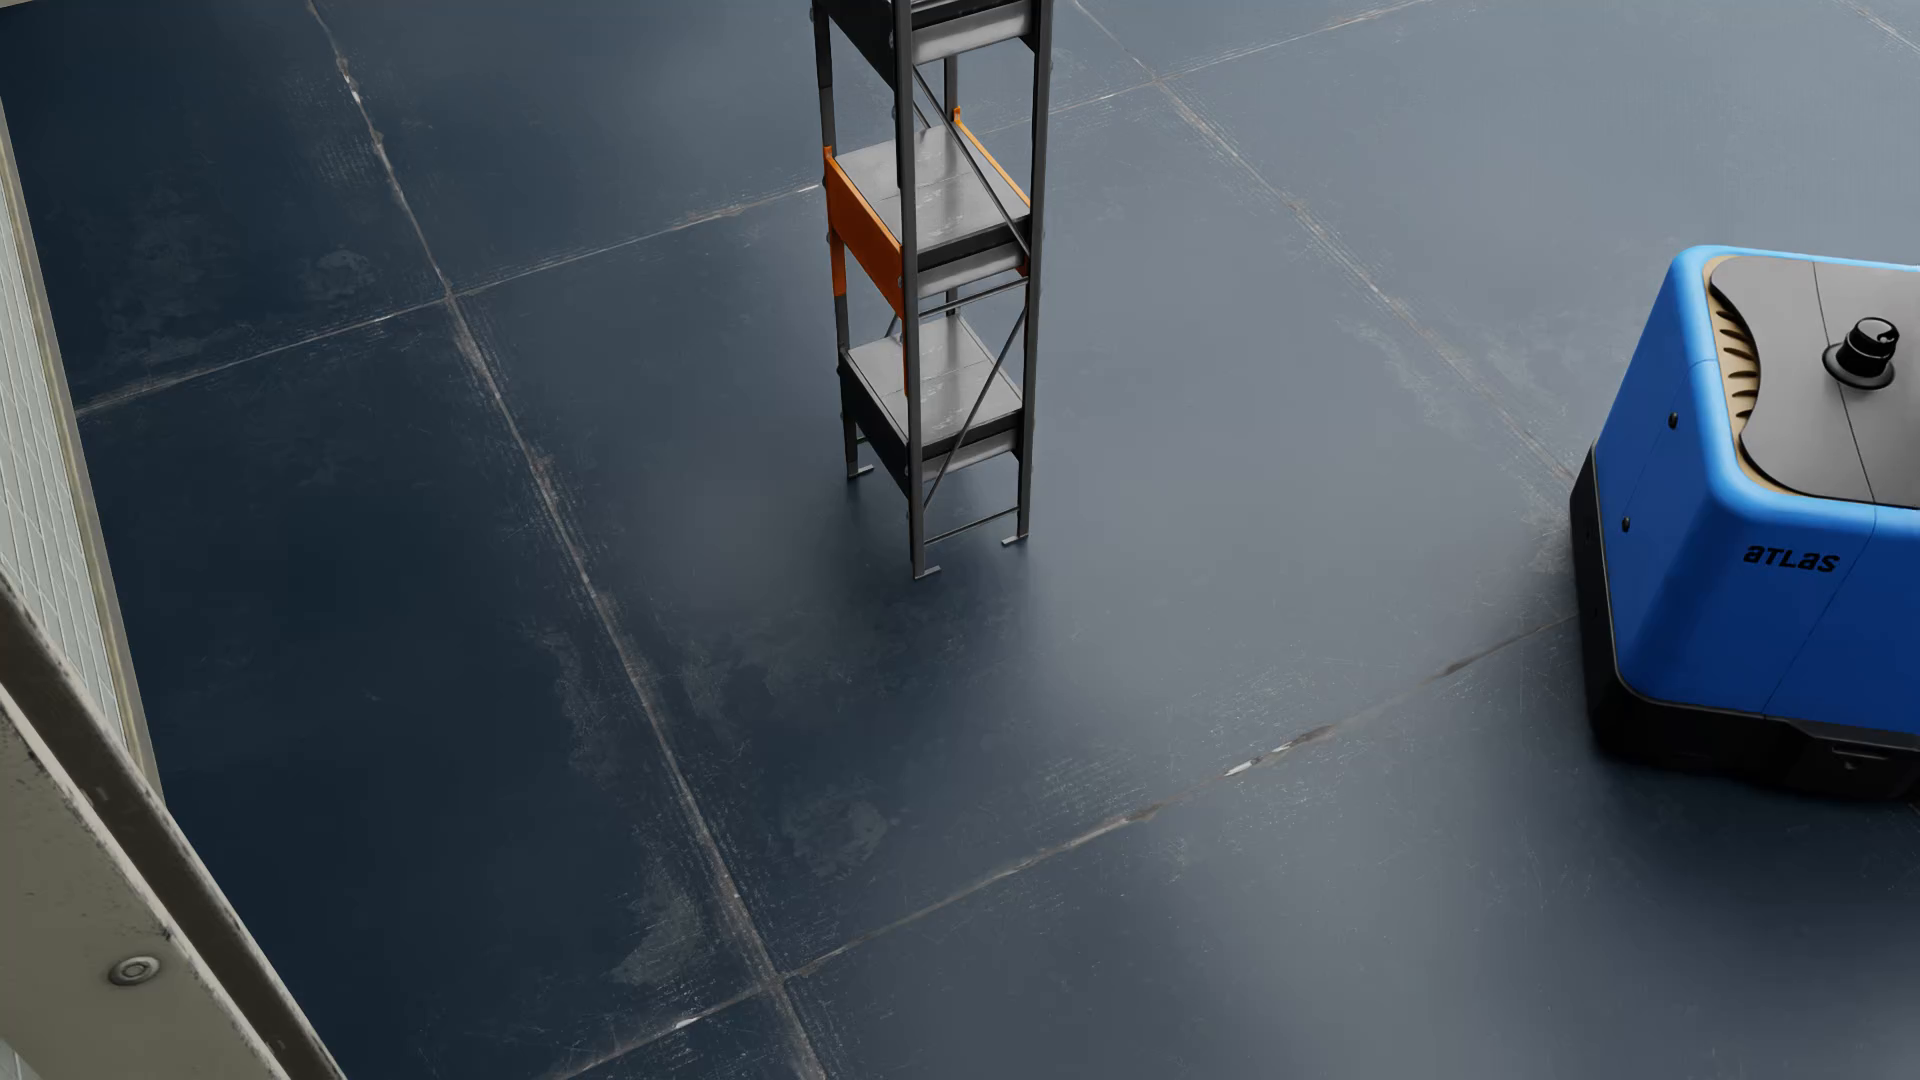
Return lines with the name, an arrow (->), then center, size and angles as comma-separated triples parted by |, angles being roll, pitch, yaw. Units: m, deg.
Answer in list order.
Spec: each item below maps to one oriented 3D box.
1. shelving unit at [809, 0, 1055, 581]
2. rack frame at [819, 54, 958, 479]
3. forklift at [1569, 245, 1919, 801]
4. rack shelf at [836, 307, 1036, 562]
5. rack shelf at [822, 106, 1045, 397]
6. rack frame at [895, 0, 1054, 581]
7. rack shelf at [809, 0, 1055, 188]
shelving unit -> -0.076, -0.802, 4.557 | 0.431, 2.100, 0.503 | -21, 52, -18
rack frame -> -0.187, -0.965, 4.699 | 0.400, 2.100, 0.015 | -21, 52, -18
forklift -> 3.347, -0.529, 3.765 | 3.031, 2.935, 1.130 | 7, 49, 6
rack shelf -> -0.076, -0.332, 5.094 | 0.431, 0.518, 0.480 | -21, 52, -18
rack shelf -> -0.076, -0.793, 4.567 | 0.431, 0.518, 0.480 | -21, 52, -18
rack frame -> 0.036, -0.639, 4.414 | 0.400, 2.100, 0.015 | -21, 52, -18
rack shelf -> -0.076, -1.254, 4.040 | 0.431, 0.518, 0.480 | -21, 52, -18
